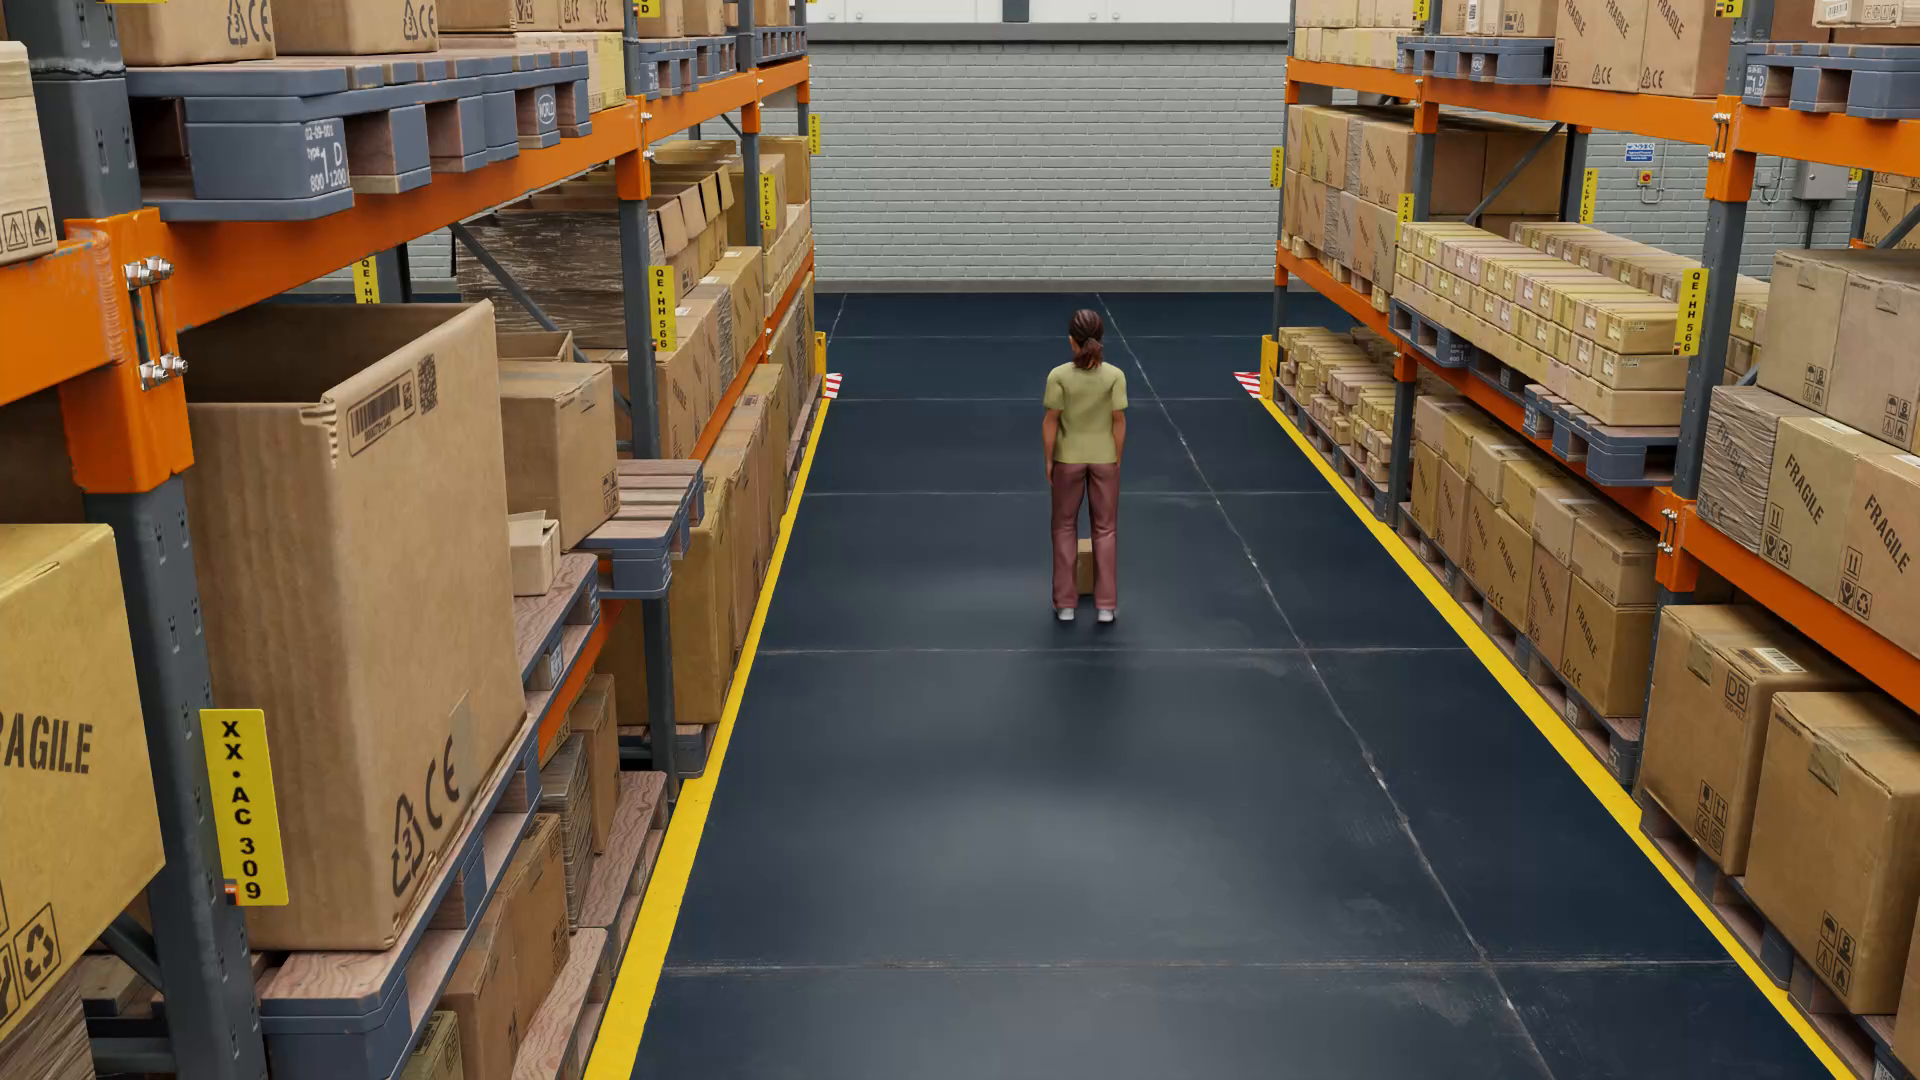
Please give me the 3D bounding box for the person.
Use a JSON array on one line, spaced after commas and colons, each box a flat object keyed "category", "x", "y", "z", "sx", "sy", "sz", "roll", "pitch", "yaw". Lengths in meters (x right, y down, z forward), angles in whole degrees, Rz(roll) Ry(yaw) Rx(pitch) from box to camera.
[{"category": "person", "x": 0.655, "y": -0.388, "z": 8.821, "sx": 0.443, "sy": 1.670, "sz": 0.348, "roll": 0, "pitch": 17, "yaw": 0}]
